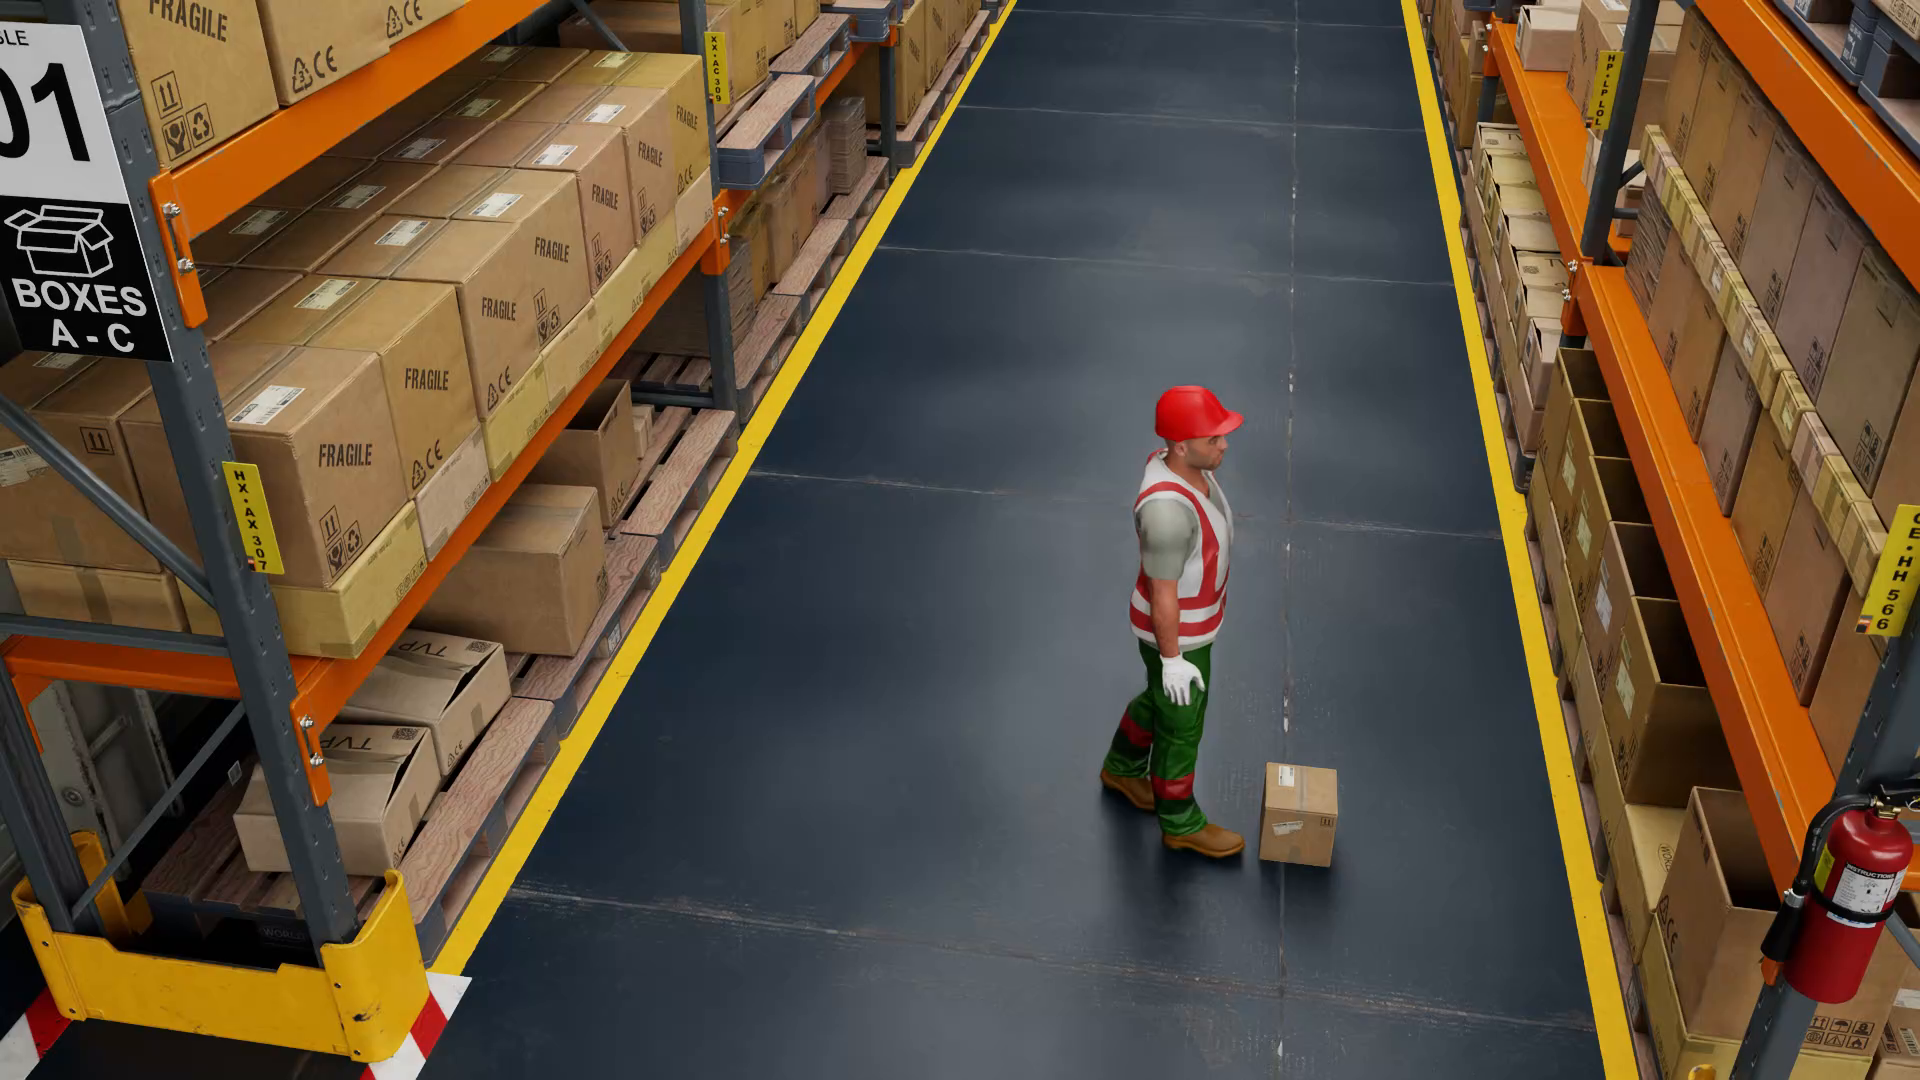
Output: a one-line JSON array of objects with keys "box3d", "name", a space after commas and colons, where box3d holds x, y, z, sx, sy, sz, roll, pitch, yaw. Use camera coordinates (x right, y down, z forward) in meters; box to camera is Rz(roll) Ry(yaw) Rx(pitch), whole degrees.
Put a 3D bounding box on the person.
[{"box3d": [0.766, 0.295, 5.637, 0.577, 1.800, 0.569, 8, 33, 13], "name": "person"}]
